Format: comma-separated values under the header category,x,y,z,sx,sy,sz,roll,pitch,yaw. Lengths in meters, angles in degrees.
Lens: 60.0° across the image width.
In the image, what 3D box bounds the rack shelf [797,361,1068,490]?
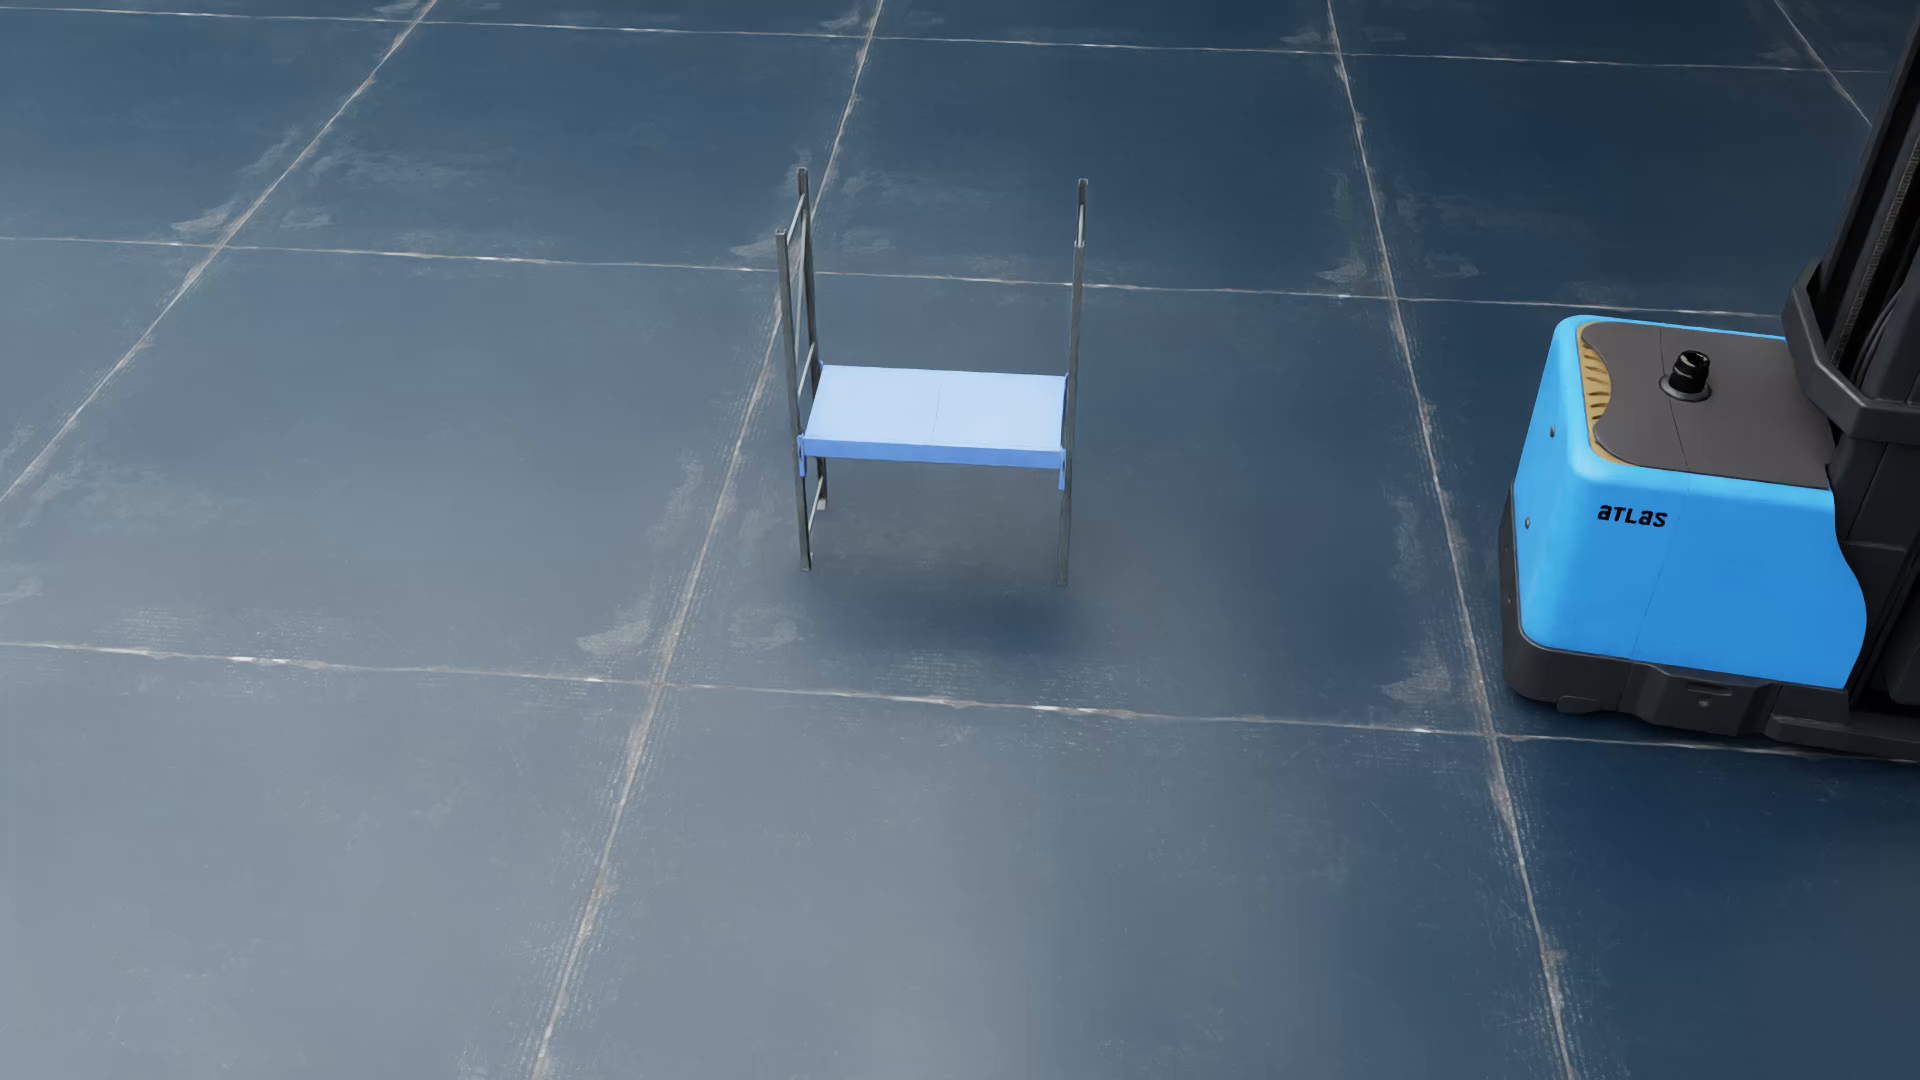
category,x,y,z,sx,sy,sz,roll,pitch,yaw
rack shelf,-0.085,-0.447,6.396,1.000,0.185,0.538,3,39,4

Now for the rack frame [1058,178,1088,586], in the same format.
category,x,y,z,sx,sy,sz,roll,pitch,yaw
rack frame,0.421,-0.559,6.248,0.032,1.500,0.500,3,39,4

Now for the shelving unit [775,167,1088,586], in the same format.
category,x,y,z,sx,sy,sz,roll,pitch,yaw
shelving unit,-0.085,-0.586,6.282,1.048,1.500,0.538,3,39,4

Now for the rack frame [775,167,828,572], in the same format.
category,x,y,z,sx,sy,sz,roll,pitch,yaw
rack frame,-0.591,-0.614,6.316,0.032,1.500,0.500,3,39,4

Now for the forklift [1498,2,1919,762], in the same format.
category,x,y,z,sx,sy,sz,roll,pitch,yaw
forklift,3.545,-0.641,5.216,3.031,2.935,1.130,8,40,10
